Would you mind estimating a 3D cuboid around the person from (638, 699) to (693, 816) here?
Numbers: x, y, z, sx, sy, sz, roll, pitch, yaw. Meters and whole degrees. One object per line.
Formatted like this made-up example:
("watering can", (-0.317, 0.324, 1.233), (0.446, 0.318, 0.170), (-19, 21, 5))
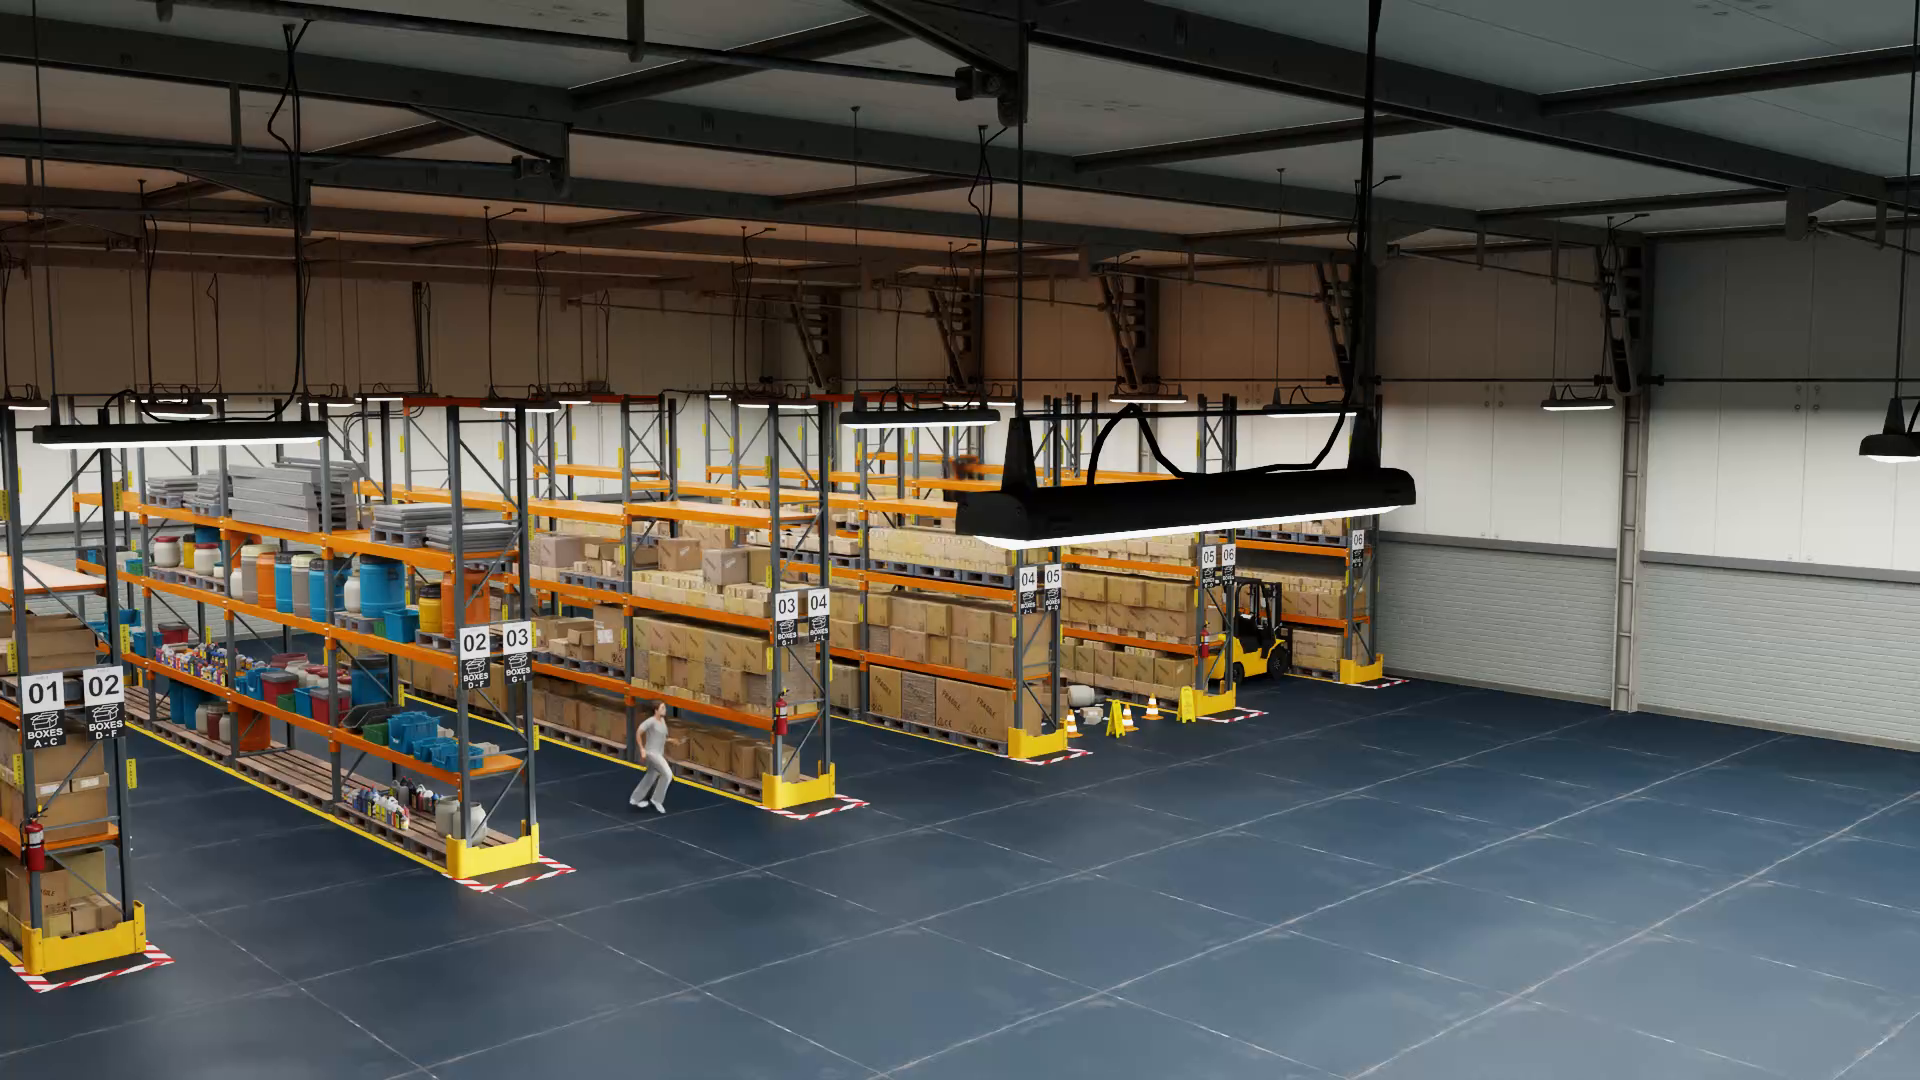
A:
("person", (-4.323, 3.156, 24.309), (0.930, 1.695, 0.525), (2, 6, 16))
